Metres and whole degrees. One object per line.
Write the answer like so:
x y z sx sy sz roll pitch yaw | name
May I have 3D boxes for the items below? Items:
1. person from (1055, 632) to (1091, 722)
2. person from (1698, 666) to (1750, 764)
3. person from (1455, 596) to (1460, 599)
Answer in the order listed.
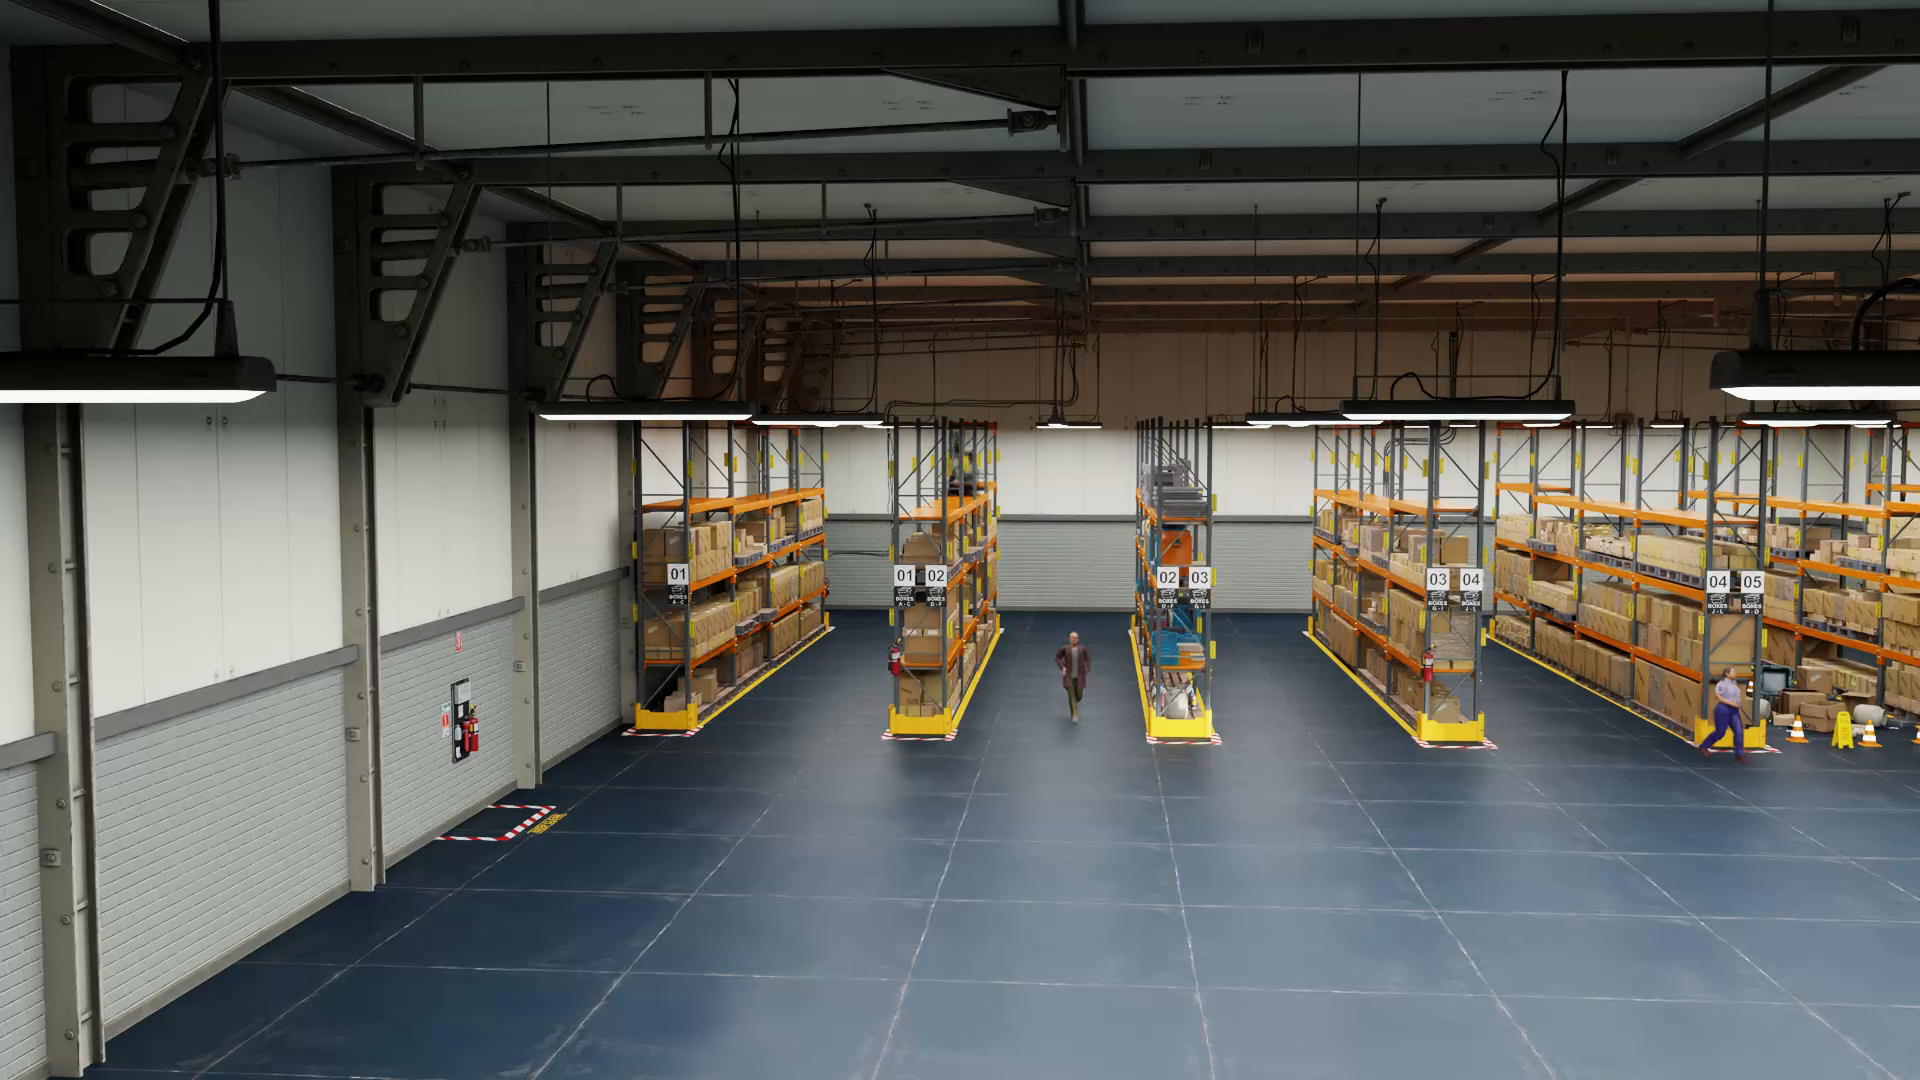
2.249 2.706 33.048 0.712 1.749 0.776 0 4 -3 | person
13.372 3.018 28.873 0.643 1.616 0.914 -2 4 -29 | person
13.746 1.799 46.808 0.660 1.772 0.768 -3 5 -41 | person
